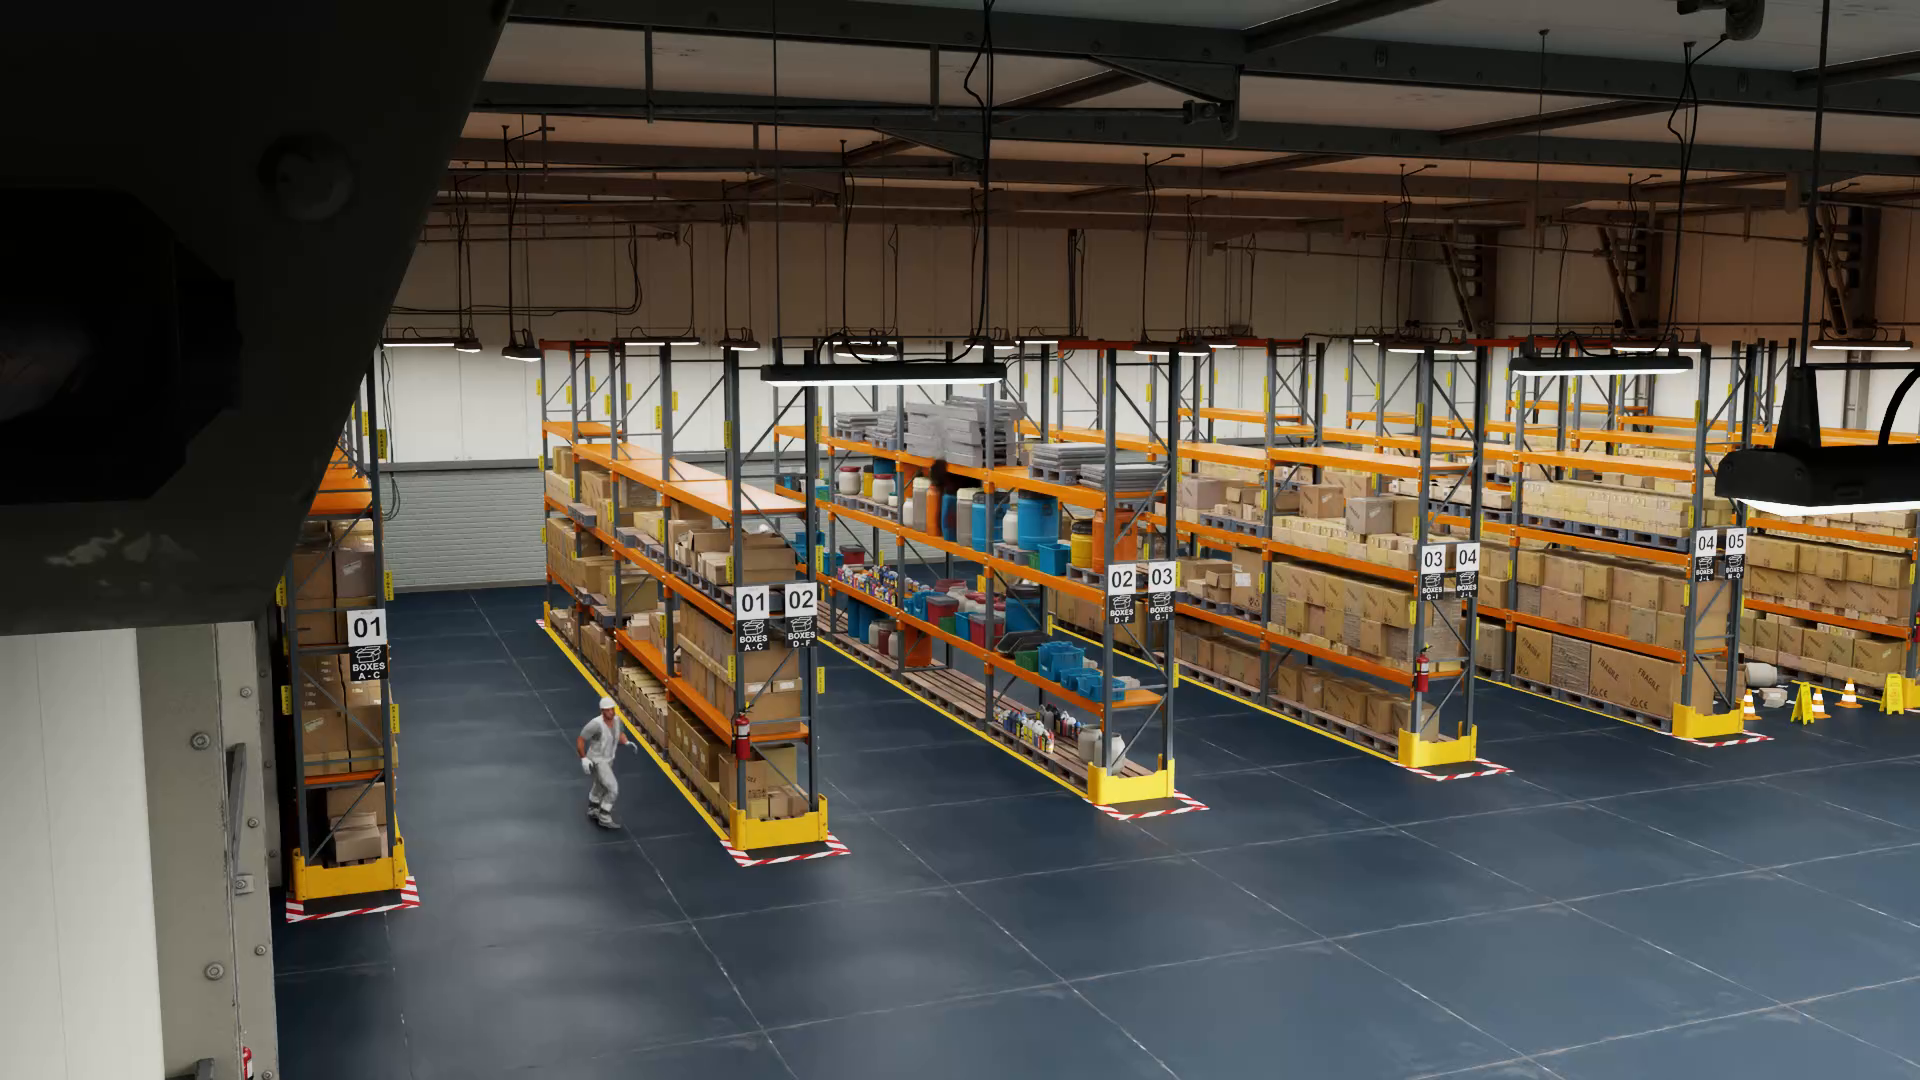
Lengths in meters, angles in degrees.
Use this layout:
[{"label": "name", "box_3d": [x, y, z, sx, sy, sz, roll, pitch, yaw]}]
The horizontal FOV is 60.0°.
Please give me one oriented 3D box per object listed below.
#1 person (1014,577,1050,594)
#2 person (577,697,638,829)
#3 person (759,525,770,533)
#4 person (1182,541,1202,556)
[{"label": "person", "box_3d": [1.302, 1.178, 31.407, 0.787, 1.732, 0.717, 1, 7, 5]}, {"label": "person", "box_3d": [-4.440, 2.793, 20.943, 0.819, 1.735, 0.656, 2, 8, 17]}, {"label": "person", "box_3d": [-4.449, 0.550, 37.719, 0.823, 1.814, 0.662, 0, 7, -1]}, {"label": "person", "box_3d": [5.907, 0.089, 41.537, 0.682, 1.702, 0.741, 0, 7, 2]}]
